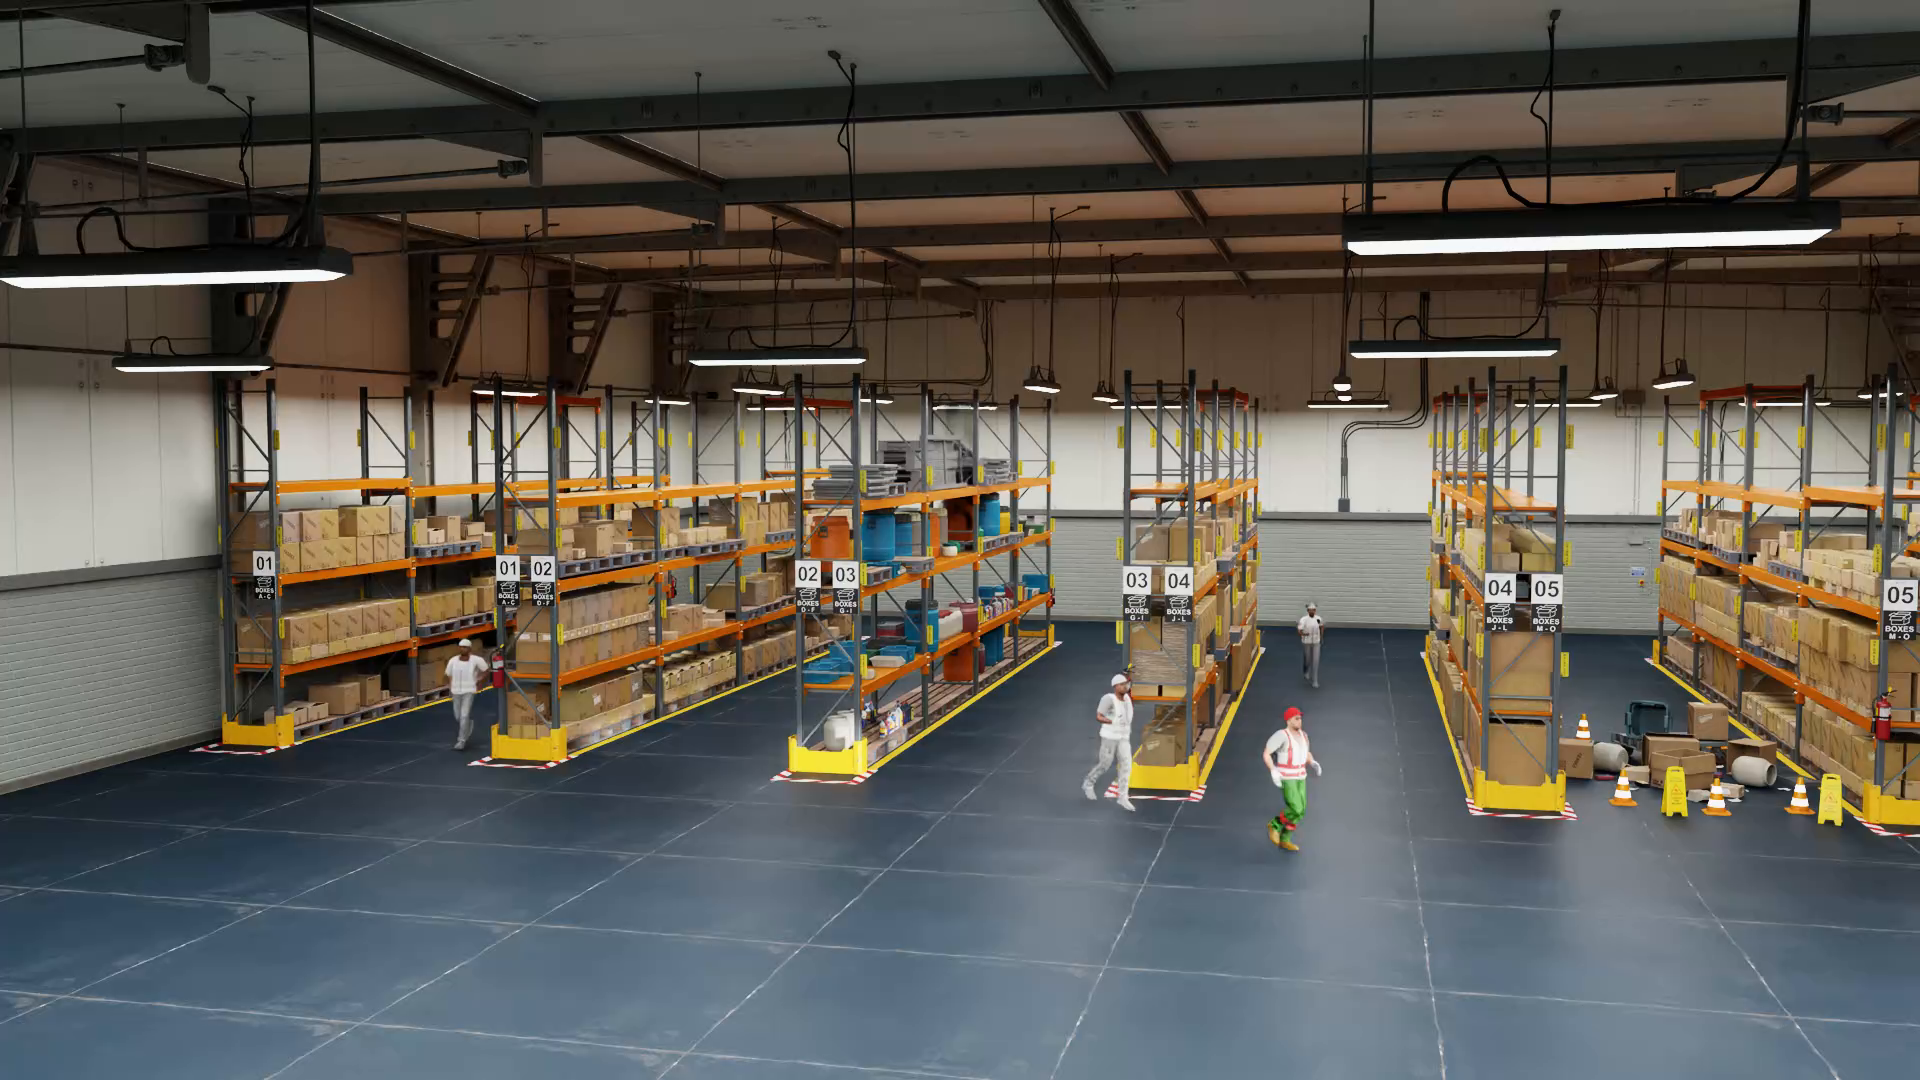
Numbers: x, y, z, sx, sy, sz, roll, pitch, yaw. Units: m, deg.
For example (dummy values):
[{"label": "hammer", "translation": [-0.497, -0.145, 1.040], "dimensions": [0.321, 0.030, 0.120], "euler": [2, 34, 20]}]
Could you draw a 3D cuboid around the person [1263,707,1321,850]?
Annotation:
[{"label": "person", "translation": [4.071, 2.909, 20.272], "dimensions": [0.669, 1.749, 0.584], "euler": [-3, 4, -38]}]

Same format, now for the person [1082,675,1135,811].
[{"label": "person", "translation": [2.120, 2.739, 22.792], "dimensions": [0.687, 1.801, 0.903], "euler": [-3, 4, -38]}]

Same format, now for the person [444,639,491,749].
[{"label": "person", "translation": [-8.068, 2.483, 27.066], "dimensions": [0.703, 1.739, 0.943], "euler": [0, 3, 6]}]

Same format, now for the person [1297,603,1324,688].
[{"label": "person", "translation": [7.153, 2.113, 33.871], "dimensions": [0.581, 1.699, 0.920], "euler": [0, 3, 2]}]
